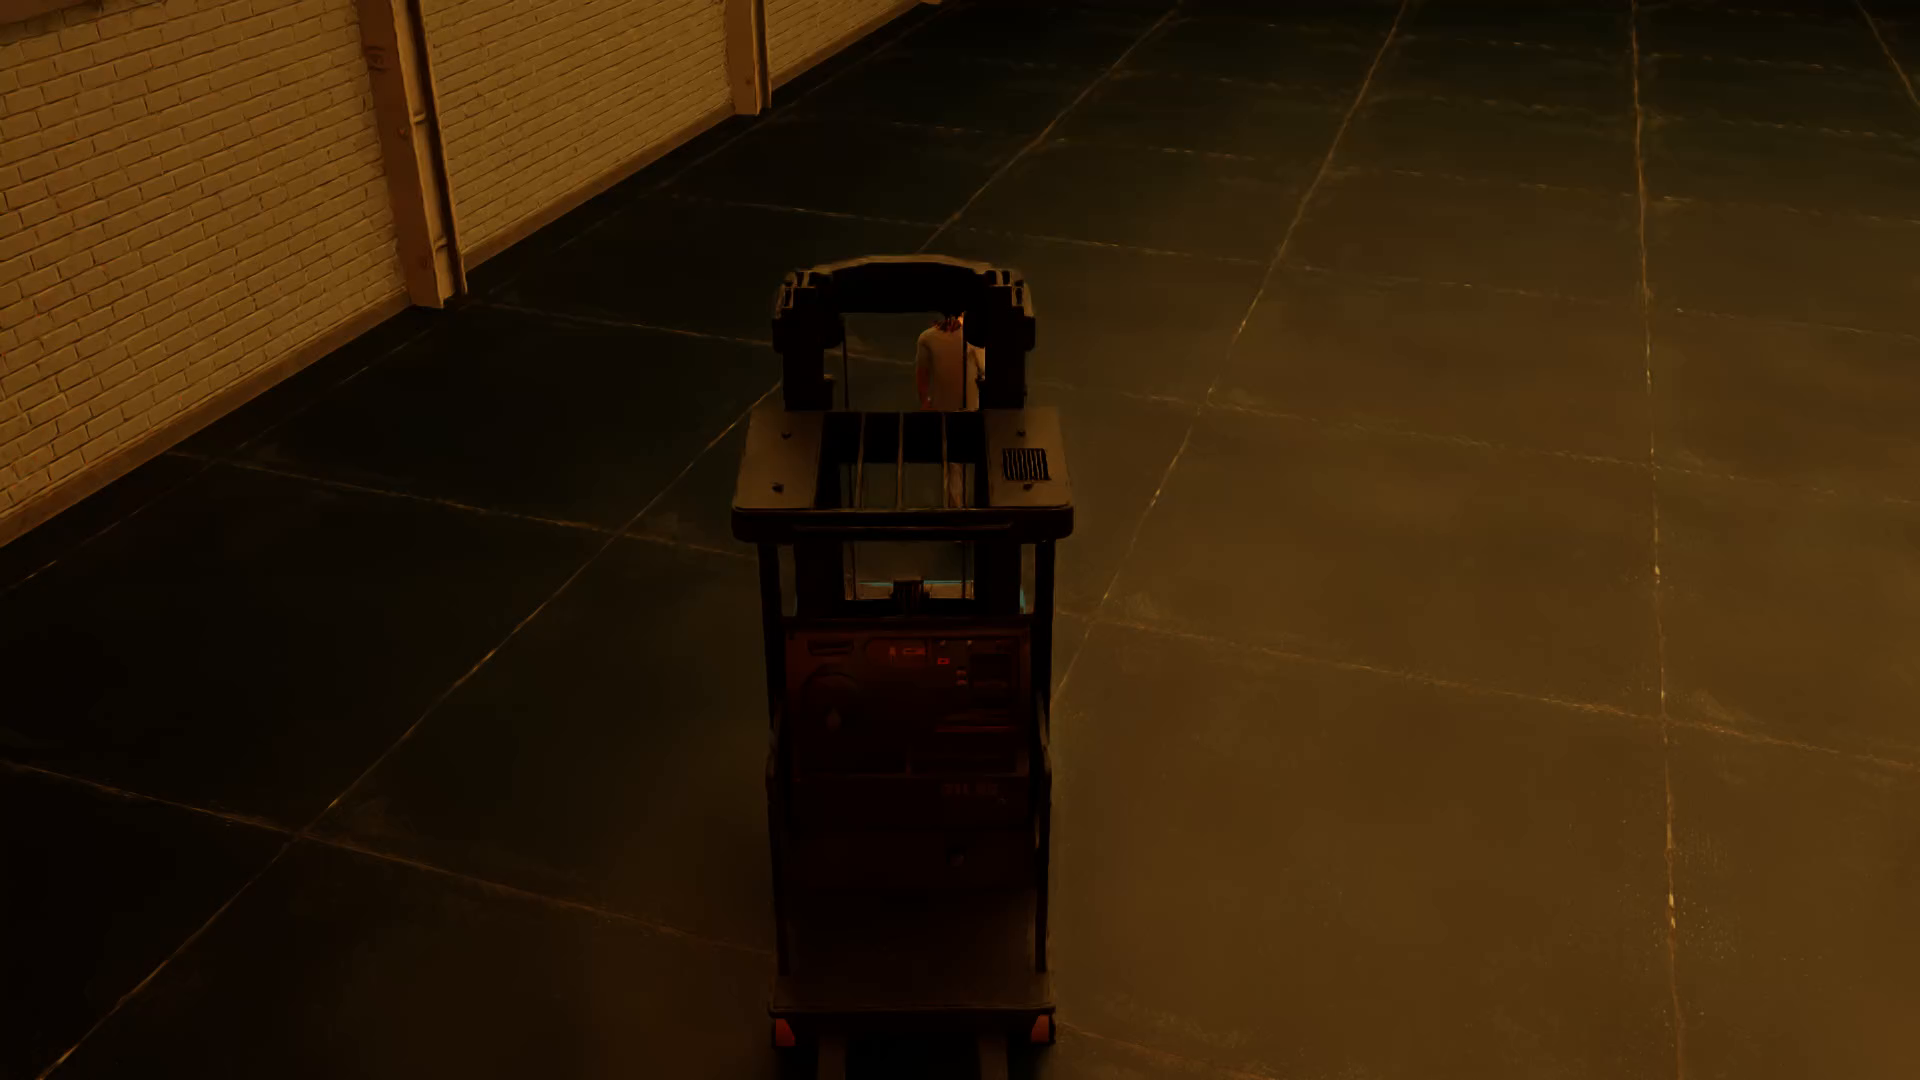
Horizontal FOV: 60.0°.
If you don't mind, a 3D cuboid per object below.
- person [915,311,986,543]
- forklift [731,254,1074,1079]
[{"bbox_3d":[0.036,-0.760,9.739,0.550,1.658,0.548,10,31,16],"label":"person"},{"bbox_3d":[-0.190,0.572,6.134,1.130,2.935,3.031,-1,30,-1],"label":"forklift"}]
